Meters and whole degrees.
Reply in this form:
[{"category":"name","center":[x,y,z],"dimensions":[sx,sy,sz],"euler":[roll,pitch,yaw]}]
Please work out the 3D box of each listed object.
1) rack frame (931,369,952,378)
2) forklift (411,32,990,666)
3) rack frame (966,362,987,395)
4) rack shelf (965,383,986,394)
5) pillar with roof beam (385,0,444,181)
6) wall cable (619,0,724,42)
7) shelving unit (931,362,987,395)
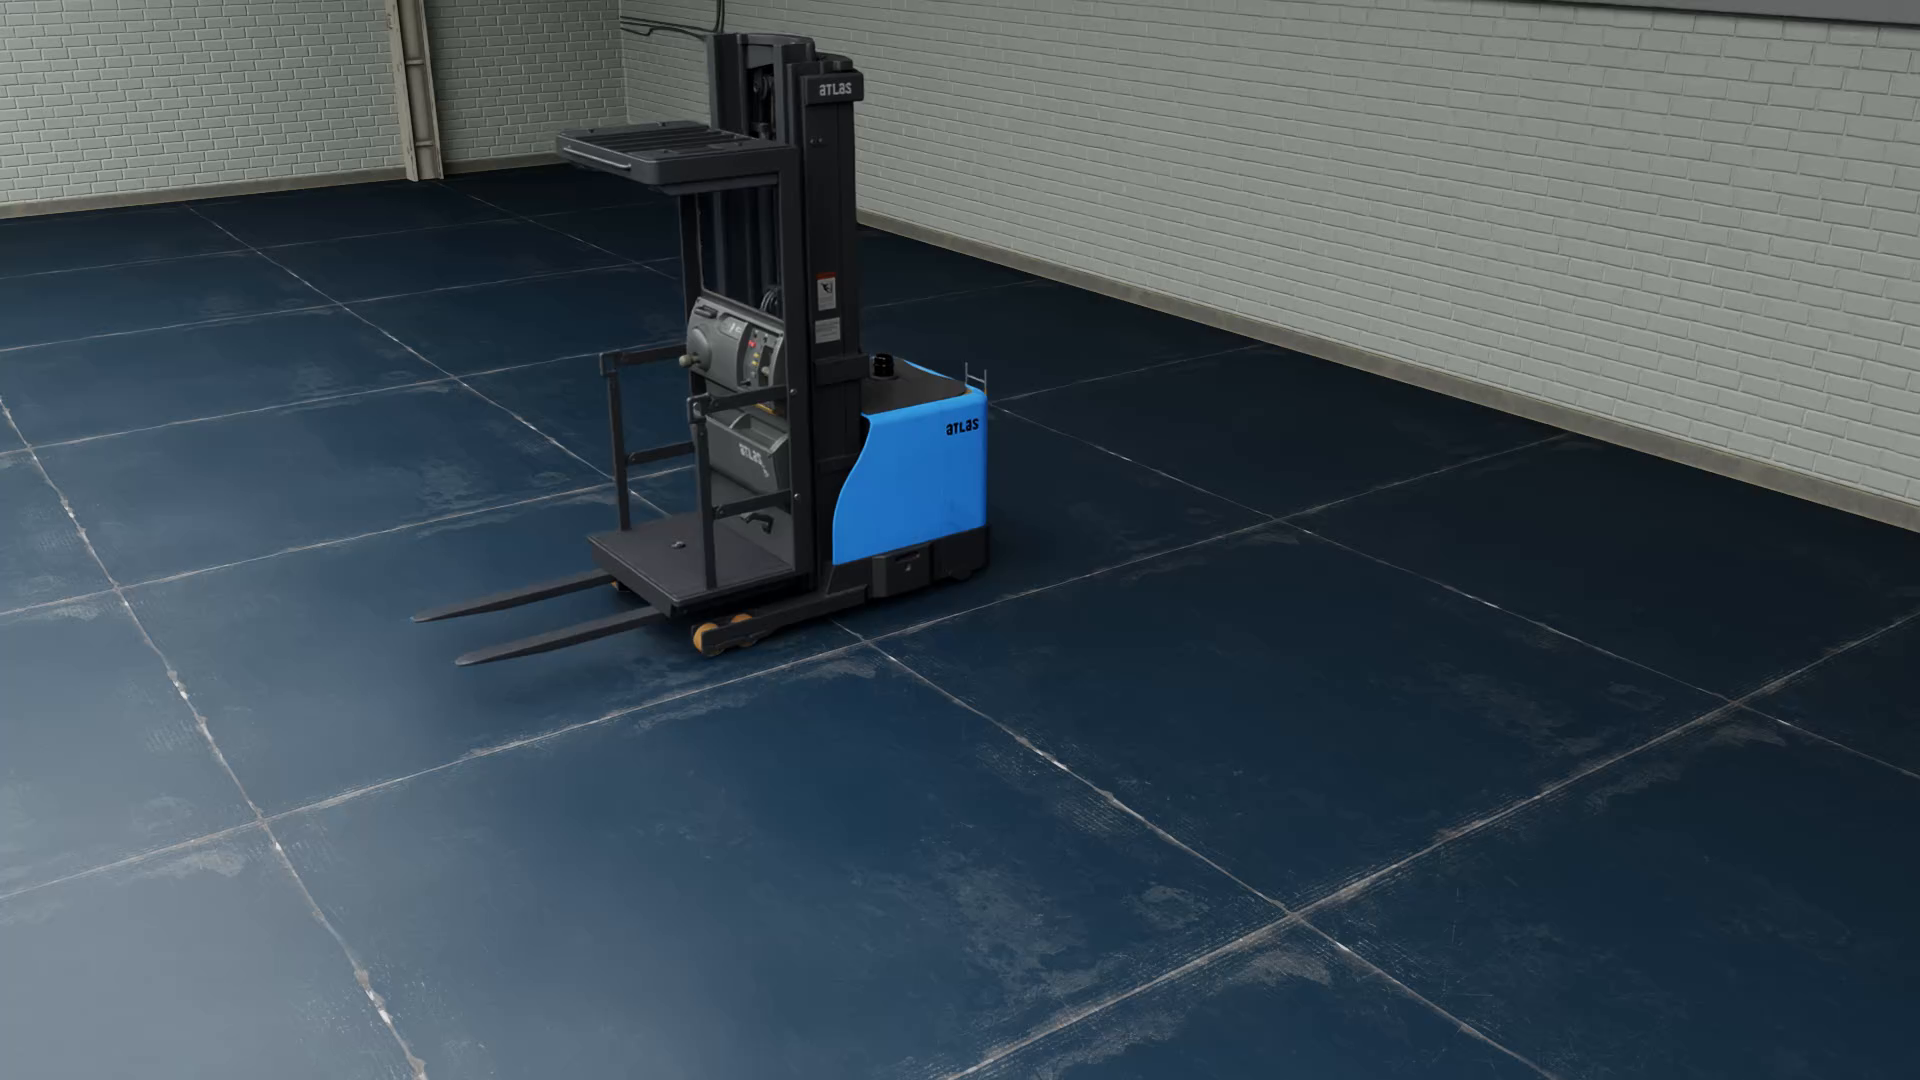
[{"category":"rack frame","center":[-0.105,-0.460,9.631],"dimensions":[0.008,1.050,0.200],"euler":[-15,26,-33]},{"category":"forklift","center":[-1.325,-0.993,8.431],"dimensions":[3.031,2.935,1.130],"euler":[-15,26,-33]},{"category":"rack frame","center":[0.093,-0.512,9.764],"dimensions":[0.008,1.050,0.200],"euler":[-15,26,-33]},{"category":"rack shelf","center":[-0.006,-0.740,9.596],"dimensions":[0.240,0.259,0.215],"euler":[-15,26,-33]},{"category":"pillar with roof beam","center":[-4.482,-7.618,16.845],"dimensions":[0.400,9.000,9.100],"euler":[-15,26,-33]},{"category":"wall cable","center":[-3.833,-7.711,21.267],"dimensions":[0.112,2.526,3.097],"euler":[-15,26,-33]},{"category":"shelving unit","center":[-0.006,-0.486,9.698],"dimensions":[0.252,1.050,0.215],"euler":[-15,26,-33]}]
